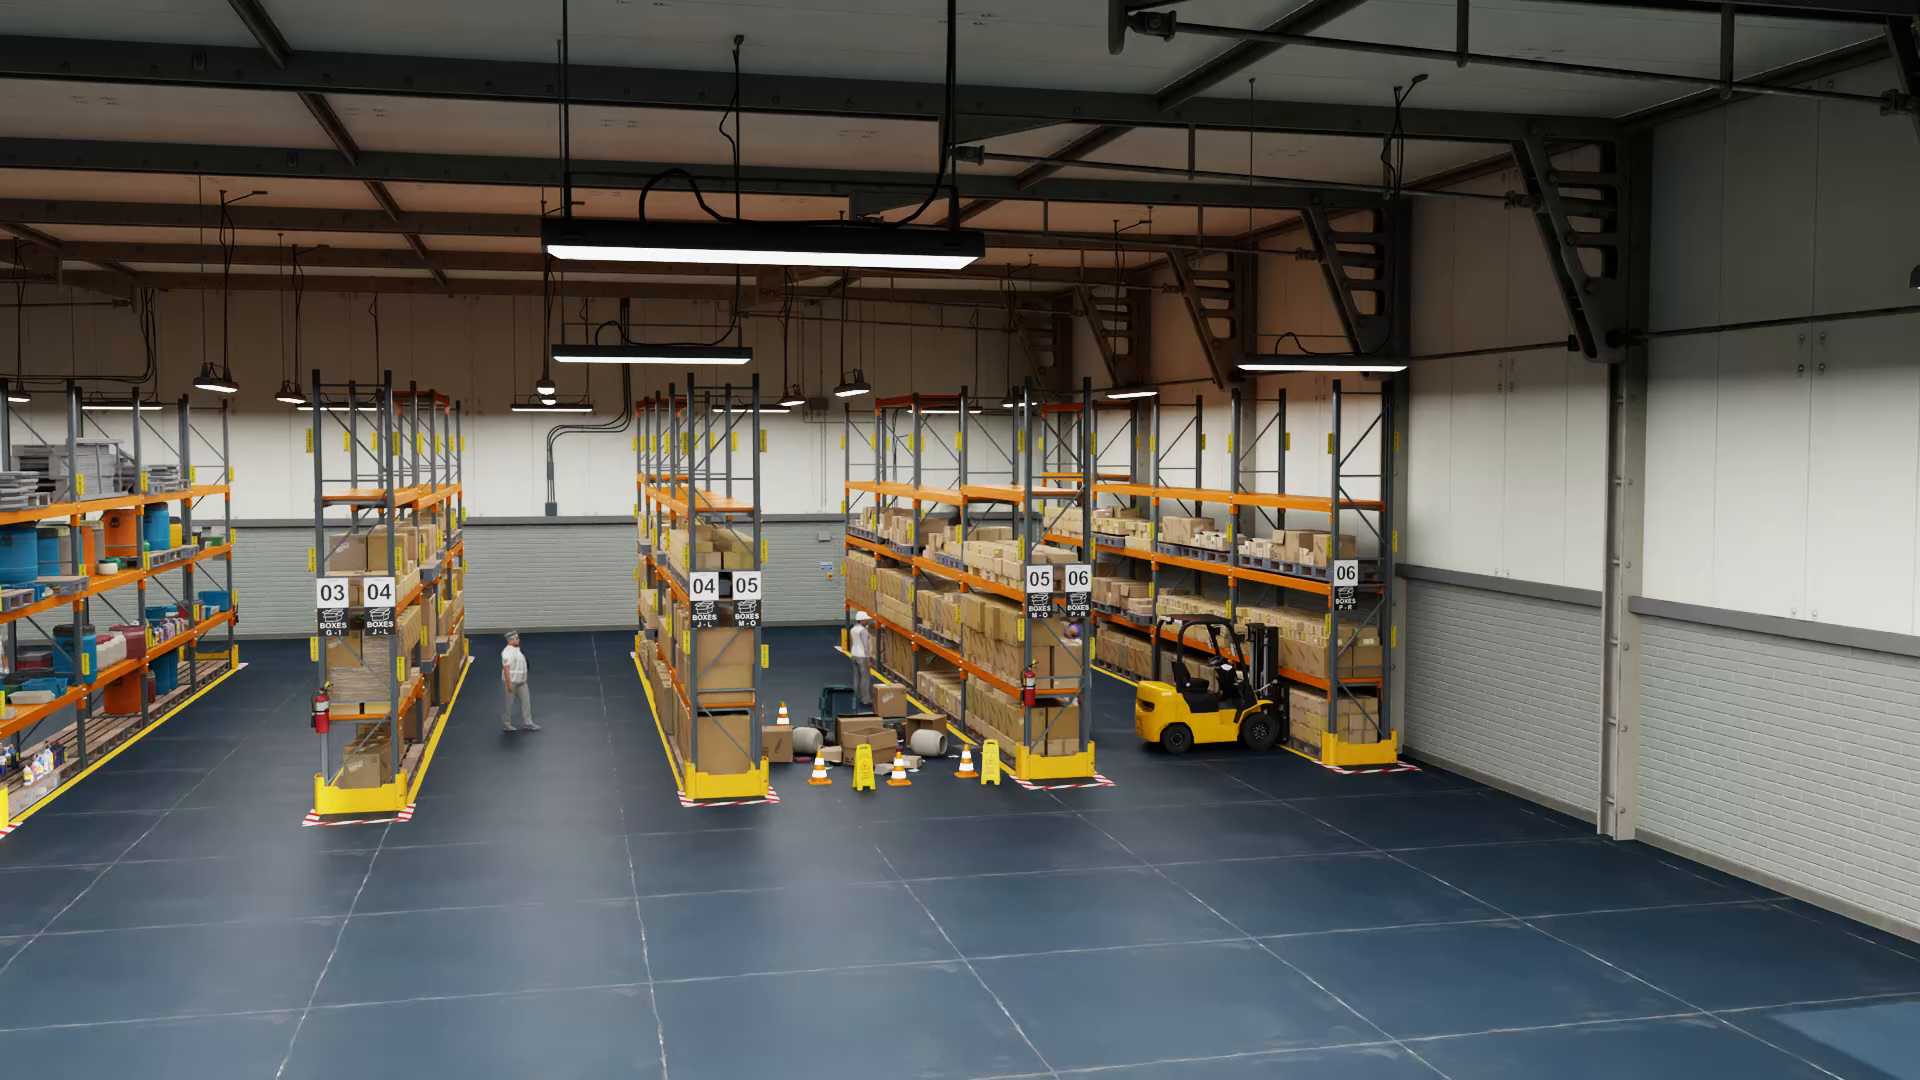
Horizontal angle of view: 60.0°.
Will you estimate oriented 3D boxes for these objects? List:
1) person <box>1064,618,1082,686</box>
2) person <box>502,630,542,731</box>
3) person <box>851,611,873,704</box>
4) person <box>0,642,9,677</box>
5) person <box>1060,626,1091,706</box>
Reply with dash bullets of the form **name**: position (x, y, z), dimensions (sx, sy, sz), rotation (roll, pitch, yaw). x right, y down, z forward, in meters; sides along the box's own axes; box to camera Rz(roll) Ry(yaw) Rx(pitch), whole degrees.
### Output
- **person**: position (2.246, 2.273, 33.044), dimensions (0.334, 1.650, 0.528), rotation (0, 3, -8)
- **person**: position (-7.708, 2.447, 28.952), dimensions (0.641, 1.762, 0.580), rotation (2, 4, 29)
- **person**: position (-1.867, 2.257, 32.005), dimensions (0.417, 1.778, 0.582), rotation (-2, 4, -34)
- **person**: position (-17.434, 2.392, 29.848), dimensions (0.658, 1.734, 1.046), rotation (-1, 3, -15)
- **person**: position (2.018, 2.410, 30.205), dimensions (0.767, 1.741, 0.641), rotation (0, 3, -8)
